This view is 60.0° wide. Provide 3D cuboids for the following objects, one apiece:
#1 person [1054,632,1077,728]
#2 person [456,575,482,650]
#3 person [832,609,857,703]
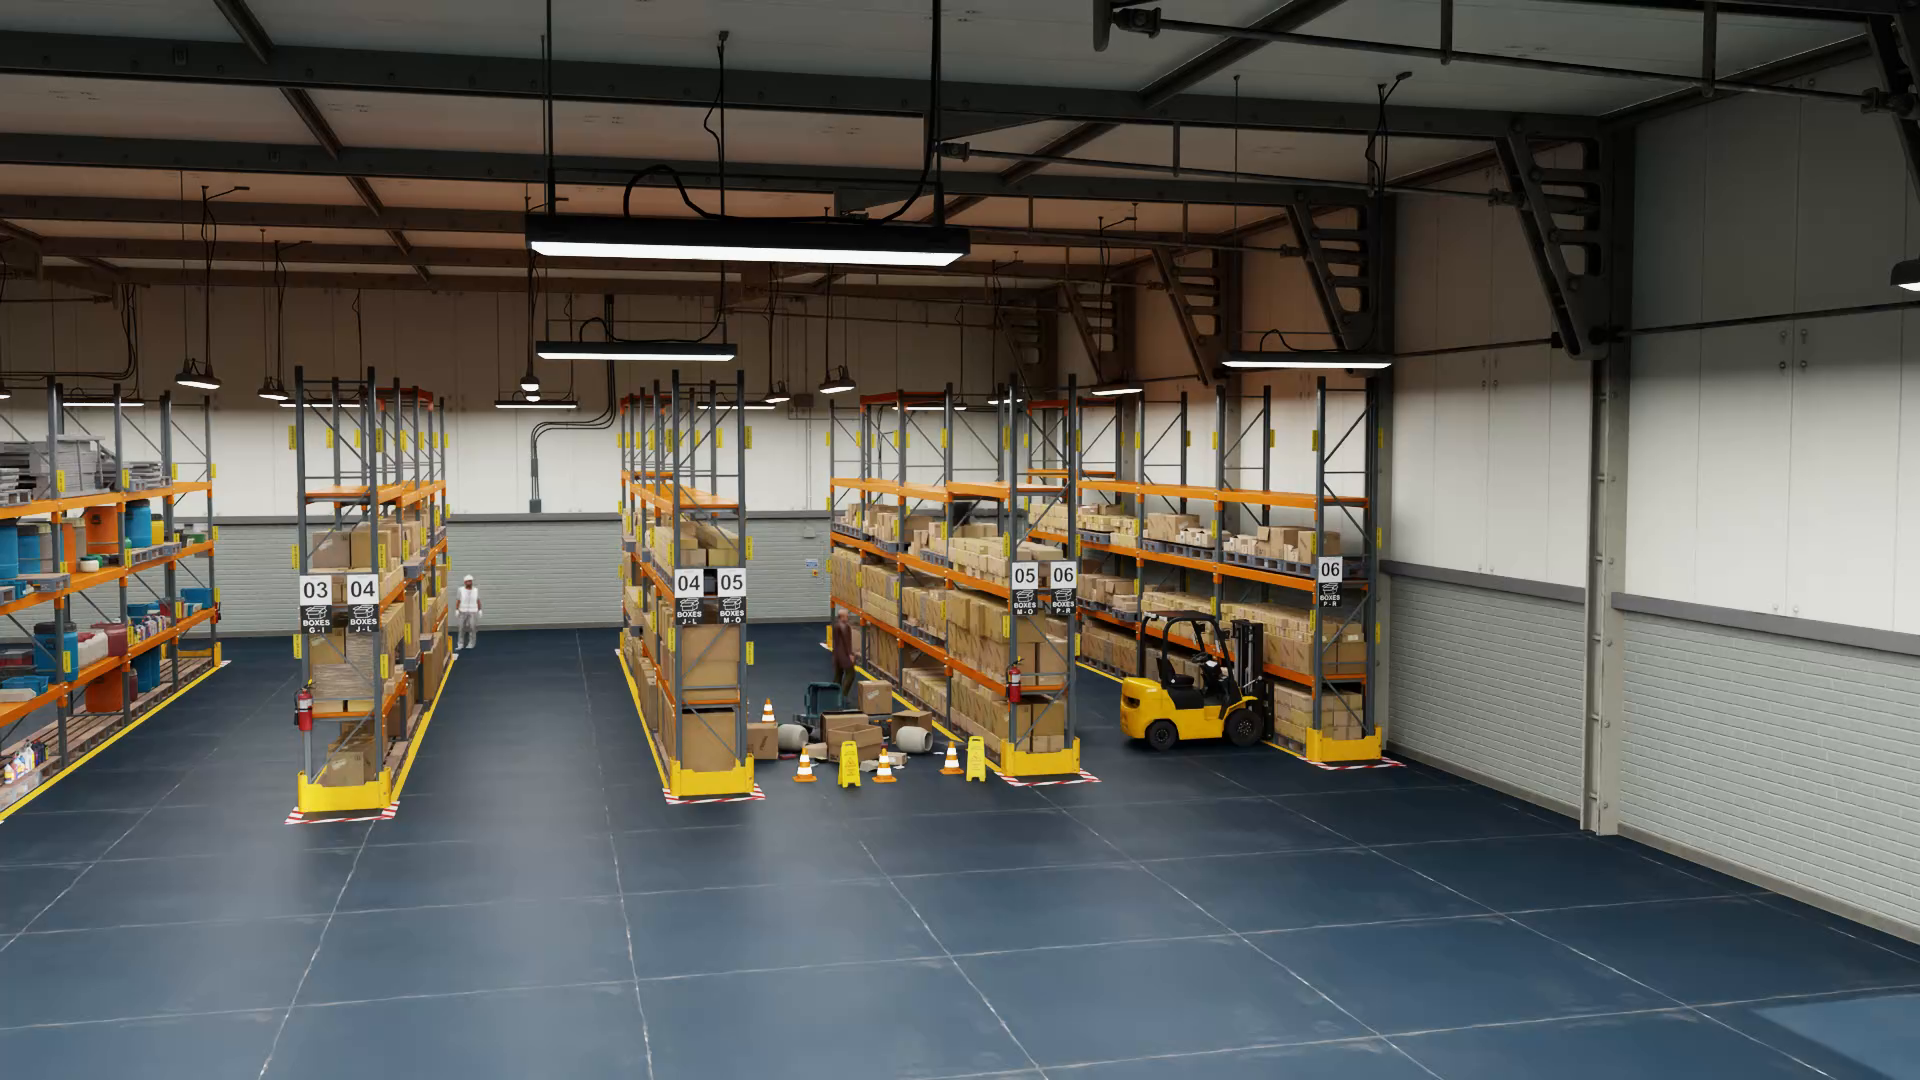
[{"bbox_3d":[1.743,2.431,29.167,0.650,1.677,0.592,3,5,43],"label":"person"},{"bbox_3d":[-11.796,1.739,39.934,0.605,1.795,0.444,-1,3,-8],"label":"person"},{"bbox_3d":[-2.217,2.209,31.684,0.445,1.789,0.614,-2,4,-25],"label":"person"}]
